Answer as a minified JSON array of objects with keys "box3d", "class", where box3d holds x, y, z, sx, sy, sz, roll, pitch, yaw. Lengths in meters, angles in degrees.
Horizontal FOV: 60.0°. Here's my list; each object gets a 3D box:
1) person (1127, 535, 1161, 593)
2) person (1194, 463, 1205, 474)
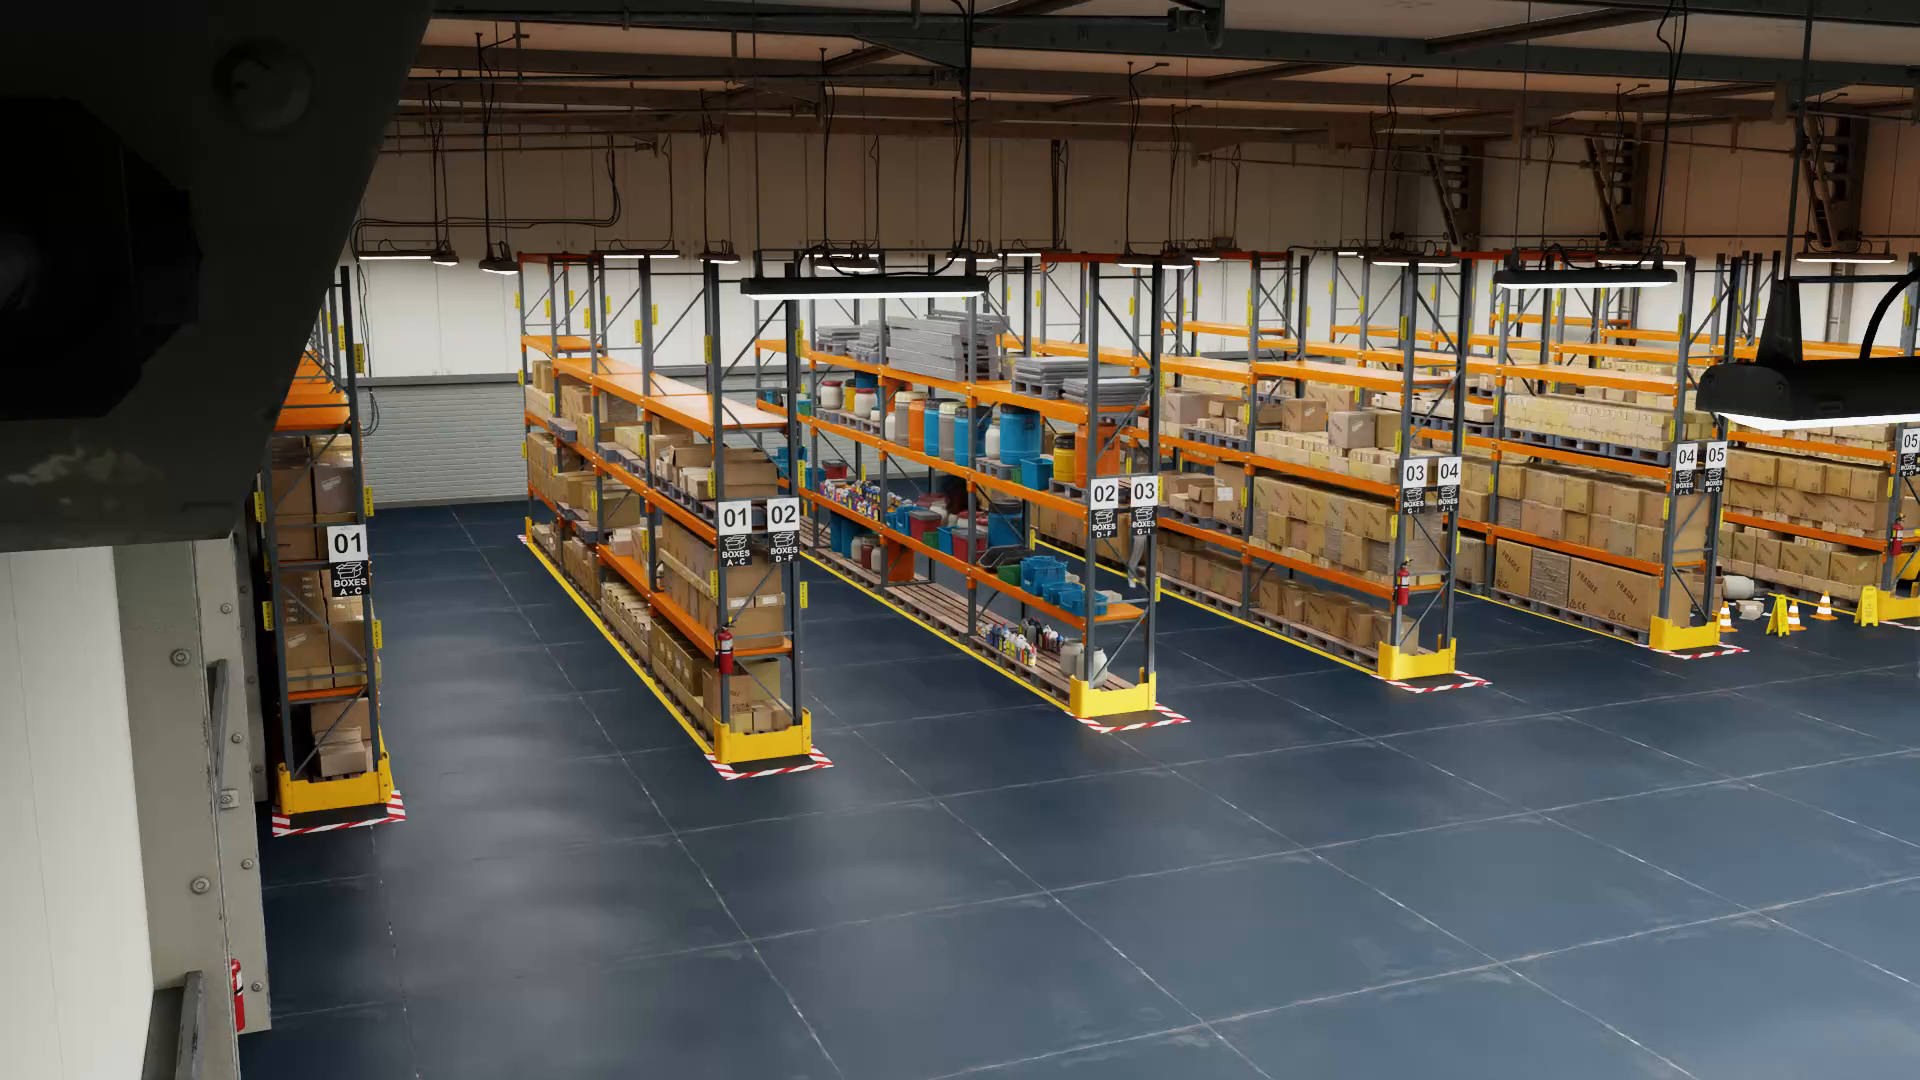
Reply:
[{"box3d":[3.164,0.013,28.574,0.583,1.710,0.831,-6,12,-29],"class":"person"},{"box3d":[6.007,-2.028,41.632,0.663,1.658,0.695,8,13,37],"class":"person"}]
